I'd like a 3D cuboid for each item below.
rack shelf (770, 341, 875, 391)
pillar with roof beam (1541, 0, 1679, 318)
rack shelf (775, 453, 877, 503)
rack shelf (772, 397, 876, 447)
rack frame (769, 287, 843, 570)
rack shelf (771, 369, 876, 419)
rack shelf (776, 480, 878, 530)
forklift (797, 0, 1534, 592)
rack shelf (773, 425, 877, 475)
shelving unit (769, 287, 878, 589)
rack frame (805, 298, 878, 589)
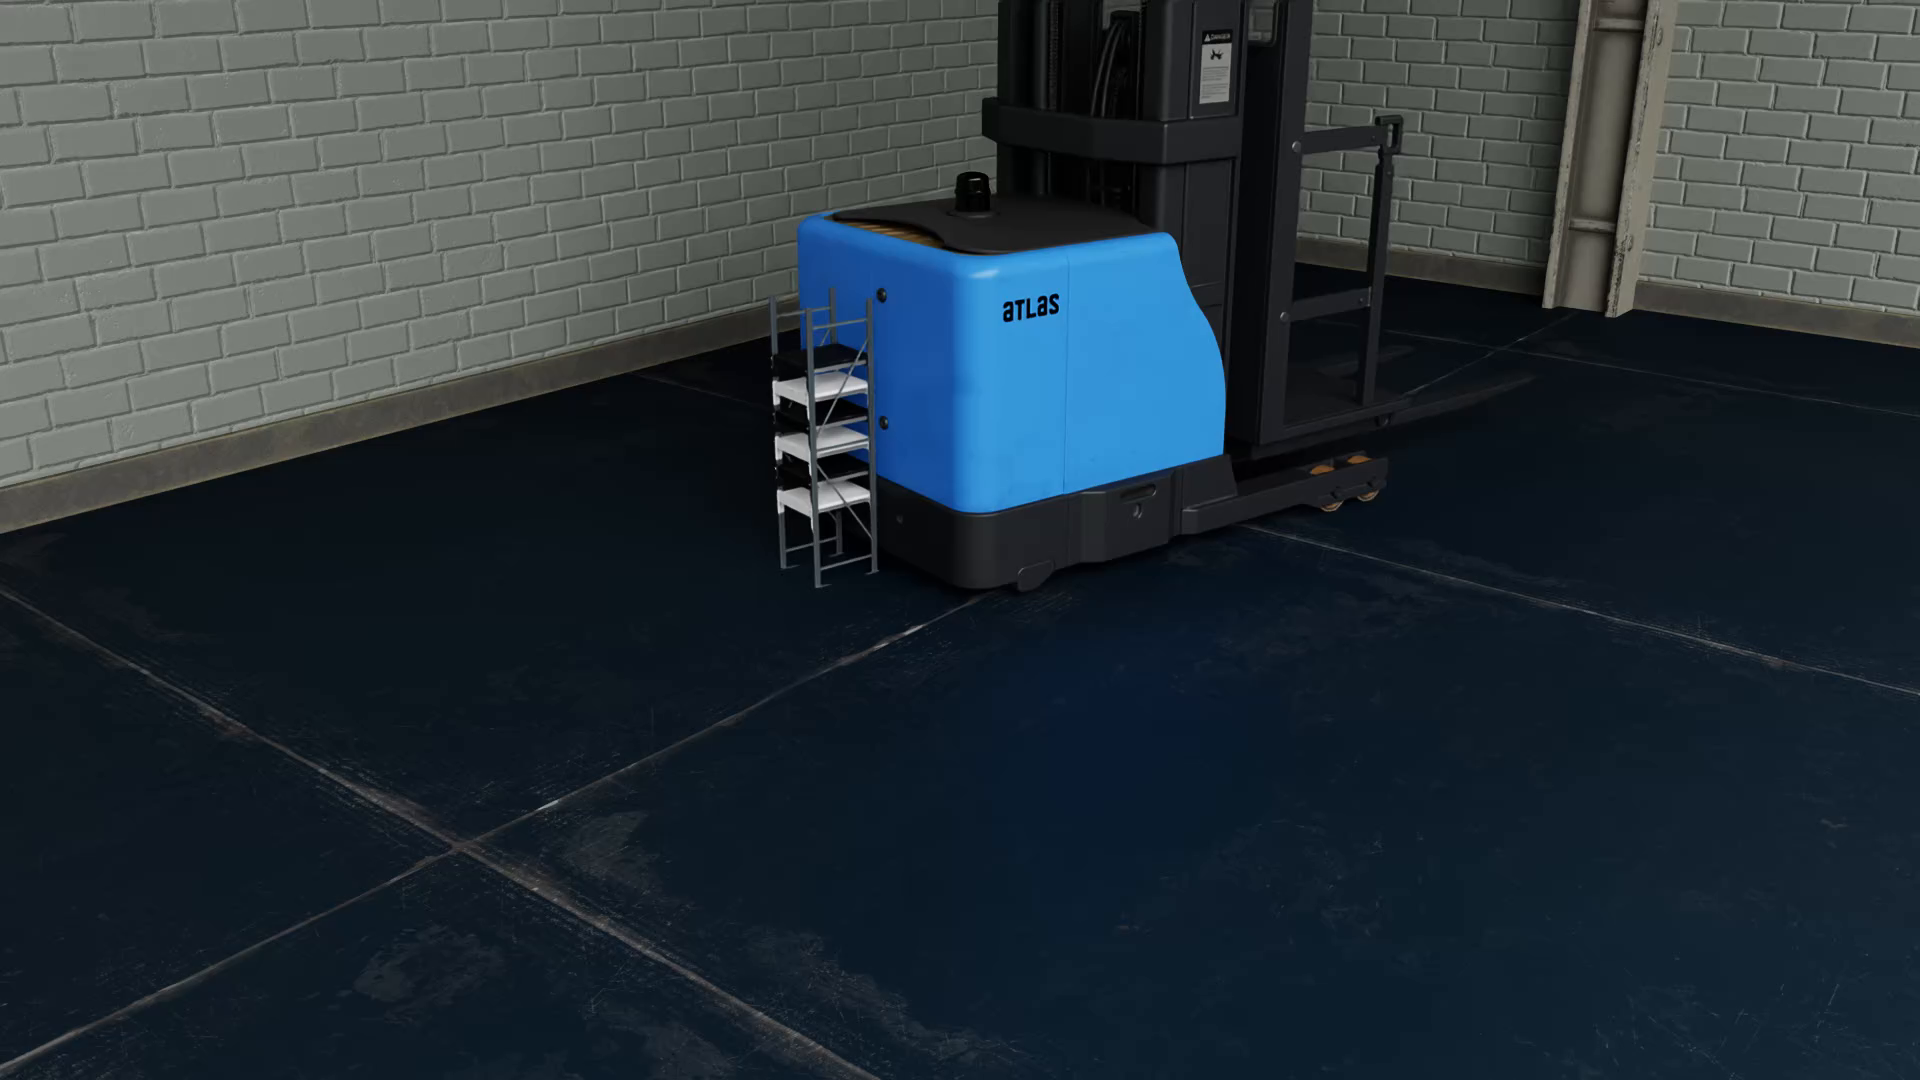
[{"bbox_3d":[-0.426,-0.542,5.160,0.258,0.077,0.200,-15,26,-35],"label":"rack shelf"},{"bbox_3d":[0.678,-4.294,4.301,0.400,9.000,9.100,16,26,36],"label":"pillar with roof beam"},{"bbox_3d":[-0.426,-0.205,5.287,0.258,0.077,0.200,-15,26,-35],"label":"rack shelf"},{"bbox_3d":[-0.426,-0.374,5.223,0.258,0.077,0.200,-15,26,-35],"label":"rack shelf"},{"bbox_3d":[-0.488,-0.349,5.318,0.240,0.900,0.006,-15,26,-35],"label":"rack frame"},{"bbox_3d":[-0.426,-0.458,5.191,0.258,0.077,0.200,-15,26,-35],"label":"rack shelf"},{"bbox_3d":[-0.426,-0.121,5.318,0.258,0.077,0.200,-15,26,-35],"label":"rack shelf"},{"bbox_3d":[0.936,-1.605,5.771,3.031,2.935,1.130,-15,25,-34],"label":"forklift"},{"bbox_3d":[-0.426,-0.289,5.255,0.258,0.077,0.200,-15,26,-35],"label":"rack shelf"},{"bbox_3d":[-0.426,-0.321,5.243,0.258,0.900,0.210,-15,26,-35],"label":"shelving unit"},{"bbox_3d":[-0.364,-0.292,5.168,0.240,0.900,0.006,-15,26,-35],"label":"rack frame"}]
